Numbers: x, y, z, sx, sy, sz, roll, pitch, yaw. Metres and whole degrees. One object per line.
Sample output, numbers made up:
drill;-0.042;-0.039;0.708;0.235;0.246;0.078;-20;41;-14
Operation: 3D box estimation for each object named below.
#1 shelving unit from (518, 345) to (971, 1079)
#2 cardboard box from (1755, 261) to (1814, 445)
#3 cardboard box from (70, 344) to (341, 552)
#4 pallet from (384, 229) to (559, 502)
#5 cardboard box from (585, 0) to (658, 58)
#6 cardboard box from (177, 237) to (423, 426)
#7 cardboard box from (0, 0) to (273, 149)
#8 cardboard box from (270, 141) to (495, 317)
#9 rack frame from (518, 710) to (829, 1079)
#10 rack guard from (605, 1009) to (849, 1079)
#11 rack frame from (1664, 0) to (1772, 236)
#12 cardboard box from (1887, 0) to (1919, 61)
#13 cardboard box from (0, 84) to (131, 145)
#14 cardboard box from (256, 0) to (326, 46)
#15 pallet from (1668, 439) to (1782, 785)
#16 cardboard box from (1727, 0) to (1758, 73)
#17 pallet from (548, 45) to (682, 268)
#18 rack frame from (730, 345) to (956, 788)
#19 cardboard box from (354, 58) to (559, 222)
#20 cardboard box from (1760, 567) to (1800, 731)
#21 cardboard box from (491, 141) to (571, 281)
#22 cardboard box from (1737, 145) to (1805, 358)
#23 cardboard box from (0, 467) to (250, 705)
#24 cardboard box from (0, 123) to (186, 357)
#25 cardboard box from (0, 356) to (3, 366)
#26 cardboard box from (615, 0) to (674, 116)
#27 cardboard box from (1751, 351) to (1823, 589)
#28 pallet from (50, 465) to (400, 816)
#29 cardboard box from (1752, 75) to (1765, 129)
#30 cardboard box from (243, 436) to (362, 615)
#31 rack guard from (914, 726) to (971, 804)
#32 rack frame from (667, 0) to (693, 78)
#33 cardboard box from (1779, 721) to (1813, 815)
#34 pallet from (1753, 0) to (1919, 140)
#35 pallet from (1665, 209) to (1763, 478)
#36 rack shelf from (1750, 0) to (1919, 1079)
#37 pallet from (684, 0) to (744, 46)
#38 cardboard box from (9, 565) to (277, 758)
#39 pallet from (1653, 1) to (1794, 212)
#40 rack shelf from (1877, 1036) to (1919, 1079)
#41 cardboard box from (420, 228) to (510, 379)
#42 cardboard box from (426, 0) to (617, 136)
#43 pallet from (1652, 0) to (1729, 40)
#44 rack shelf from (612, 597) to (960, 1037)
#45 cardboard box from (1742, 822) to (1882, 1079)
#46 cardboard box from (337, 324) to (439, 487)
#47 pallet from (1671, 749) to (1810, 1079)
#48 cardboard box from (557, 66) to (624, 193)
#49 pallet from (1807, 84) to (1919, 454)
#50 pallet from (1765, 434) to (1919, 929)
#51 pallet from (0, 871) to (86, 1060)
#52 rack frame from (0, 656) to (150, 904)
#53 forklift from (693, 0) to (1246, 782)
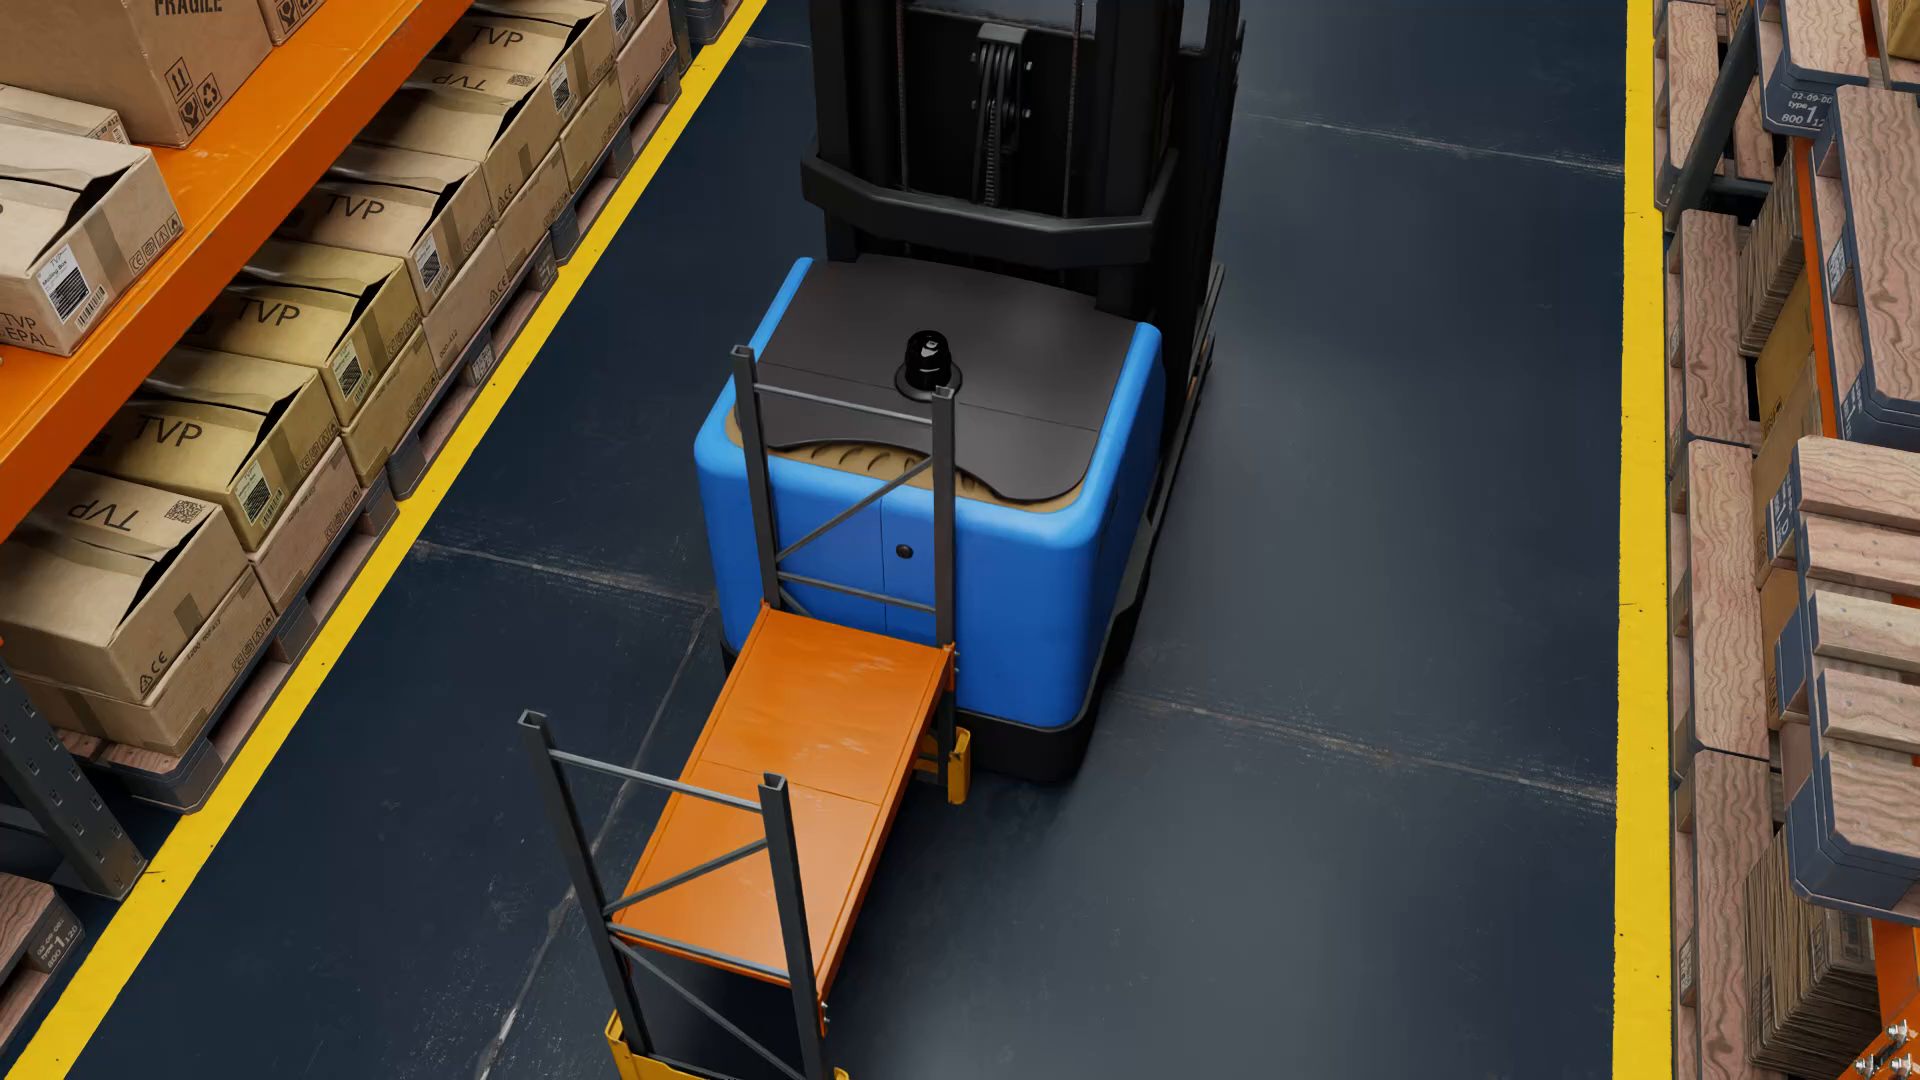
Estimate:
shelving unit;-0.402;0.506;3.804;0.587;1.500;1.083;13;50;11
cardboard box;2.886;-0.492;5.057;0.700;0.500;0.500;11;49;9
cardboard box;-2.130;-0.292;4.686;0.500;0.311;0.500;10;49;9
pallet;-2.104;-0.719;5.744;1.003;0.211;1.213;12;50;10
cardboard box;-1.458;-2.133;6.312;0.500;0.311;0.500;12;50;10
cardboard box;-1.993;-0.660;5.012;0.500;0.311;0.500;10;49;9
cardboard box;-2.255;-1.424;4.440;0.500;0.500;0.500;9;49;8
cardboard box;-1.859;-1.032;5.340;0.500;0.311;0.500;11;49;10
rack frame;-0.545;0.864;3.487;0.500;1.500;0.032;13;50;11
rack guard;-0.544;1.277;3.956;0.587;0.250;0.087;13;50;11
rack frame;3.152;-2.093;5.096;1.000;3.000;0.127;12;50;10
cardboard box;2.831;-1.507;4.219;0.700;0.500;0.500;16;51;14
cardboard box;-2.400;-1.025;4.321;0.380;0.149;0.250;15;50;13
cardboard box;-2.117;-1.805;4.776;0.500;0.500;0.500;12;50;10
pallet;2.629;0.279;4.863;1.003;0.211;1.213;12;50;10
cardboard box;3.386;-2.170;6.538;0.500;0.500;0.500;8;49;7
pallet;-1.785;-1.604;6.525;1.003;0.211;1.213;12;50;10
rack frame;-0.255;0.134;4.132;0.500;1.500;0.032;13;50;11
cardboard box;-1.723;-1.395;5.660;0.500;0.311;0.500;11;50;10
cardboard box;2.589;0.236;4.415;0.700;0.500;0.500;11;50;10
cardboard box;-1.727;-1.204;5.866;0.500;0.250;0.500;13;50;11
cardboard box;2.974;-0.876;5.396;0.700;0.500;0.500;13;50;11
cardboard box;-2.260;0.090;4.350;0.500;0.311;0.500;13;50;11
cardboard box;-2.259;-0.754;3.974;0.500;0.311;0.500;11;49;10
cardboard box;-2.543;-0.399;3.661;0.500;0.311;0.500;14;50;12
cardboard box;-1.458;-1.940;6.515;0.500;0.250;0.500;11;50;10
cardboard box;2.713;-0.131;4.739;0.700;0.500;0.500;12;50;10
pallet;-2.427;0.161;4.967;1.003;0.211;1.213;12;50;10
cardboard box;3.264;-1.694;6.340;0.380;0.166;0.250;6;49;5
cardboard box;-2.128;-0.088;4.881;0.500;0.250;0.500;10;49;9
rack guard;-0.260;0.561;4.588;0.587;0.250;0.087;13;50;11
rack frame;-1.628;-3.068;5.957;1.000;3.000;0.127;12;50;10
cardboard box;2.486;0.601;4.092;0.700;0.500;0.500;11;50;10
pallet;2.810;-1.505;4.706;1.003;0.211;1.213;12;50;10
pallet;2.948;-0.607;5.645;1.003;0.211;1.213;12;50;10
rack shelf;2.625;-0.408;4.089;1.077;0.370;4.000;12;50;10
pallet;-1.379;-2.712;7.503;1.003;0.211;1.213;12;50;10
cardboard box;-2.260;0.276;4.560;0.500;0.250;0.500;11;50;10
pallet;3.294;-1.663;6.577;1.003;0.211;1.213;12;50;10
rack shelf;1.573;2.485;1.536;1.077;0.370;4.000;12;50;10
cardboard box;-1.862;-0.836;5.541;0.500;0.250;0.500;12;50;11
cardboard box;-1.589;-1.755;5.978;0.500;0.311;0.500;13;50;11
pallet;3.614;-2.548;7.358;1.003;0.211;1.213;12;50;10
rack shelf;-0.400;0.618;3.944;0.538;0.185;1.000;13;50;11
cardboard box;2.238;0.951;3.784;0.700;0.500;0.500;12;50;11
cardboard box;-1.997;-0.465;5.214;0.500;0.250;0.500;10;49;9
pallet;2.306;1.158;4.087;1.003;0.211;1.213;12;50;10
cardboard box;-1.593;-1.574;6.192;0.500;0.250;0.500;11;49;9
pallet;2.580;-0.576;3.886;1.003;0.211;1.213;12;50;10
pallet;2.184;0.327;3.088;1.213;0.211;1.003;12;50;10
pallet;-2.914;1.281;3.979;1.003;0.211;1.213;12;50;10
rack frame;-2.681;-0.174;3.403;1.000;3.000;0.127;12;50;10
forklift;0.240;-1.438;4.564;1.130;2.935;3.031;13;50;11
